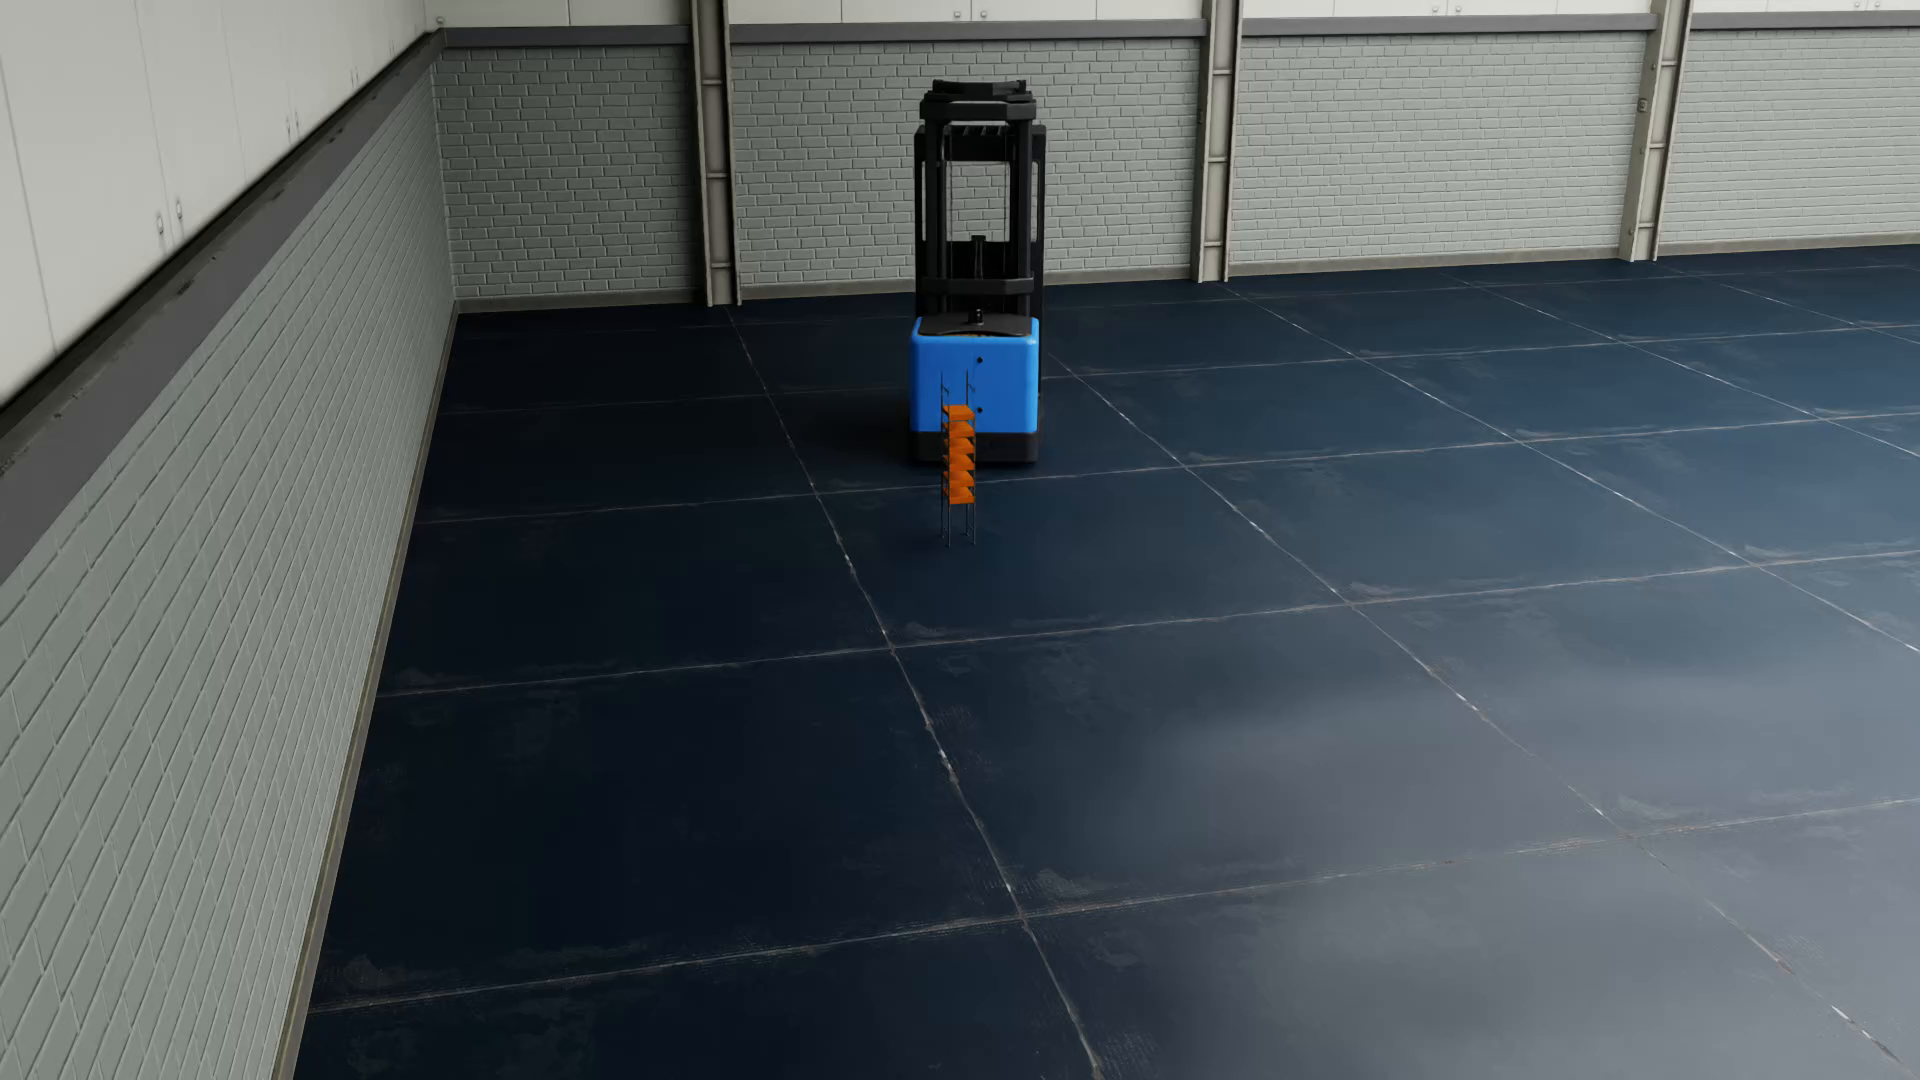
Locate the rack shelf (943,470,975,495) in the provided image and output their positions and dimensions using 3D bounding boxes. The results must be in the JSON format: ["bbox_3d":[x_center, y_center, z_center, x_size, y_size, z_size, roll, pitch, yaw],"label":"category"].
[{"bbox_3d":[-0.014,-0.408,11.662,0.180,0.103,0.258,-5,21,-12],"label":"rack shelf"}]

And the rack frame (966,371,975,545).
[{"bbox_3d":[0.075,-0.569,11.625,0.006,1.200,0.240,-5,21,-12],"label":"rack frame"}]

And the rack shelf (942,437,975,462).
[{"bbox_3d":[-0.014,-0.633,11.579,0.180,0.103,0.258,-5,21,-12],"label":"rack shelf"}]

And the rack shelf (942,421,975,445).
[{"bbox_3d":[-0.014,-0.746,11.538,0.180,0.103,0.258,-5,21,-12],"label":"rack shelf"}]

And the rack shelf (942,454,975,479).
[{"bbox_3d":[-0.014,-0.521,11.620,0.180,0.103,0.258,-5,21,-12],"label":"rack shelf"}]

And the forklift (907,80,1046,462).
[{"bbox_3d":[0.177,-2.457,14.261,1.130,2.935,3.031,1,20,3],"label":"forklift"}]

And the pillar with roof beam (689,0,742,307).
[{"bbox_3d":[-1.764,-5.541,13.859,0.400,9.000,9.100,-5,21,-12],"label":"pillar with roof beam"}]

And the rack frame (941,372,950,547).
[{"bbox_3d":[-0.103,-0.555,11.585,0.006,1.200,0.240,-5,21,-12],"label":"rack frame"}]

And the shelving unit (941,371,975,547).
[{"bbox_3d":[-0.014,-0.562,11.605,0.189,1.200,0.258,-5,21,-12],"label":"shelving unit"}]

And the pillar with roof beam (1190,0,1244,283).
[{"bbox_3d":[4.075,-6.016,15.155,0.400,9.000,9.100,-5,21,-12],"label":"pillar with roof beam"}]

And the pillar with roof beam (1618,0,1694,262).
[{"bbox_3d":[9.914,-6.491,16.452,0.400,9.000,9.100,-5,21,-12],"label":"pillar with roof beam"}]

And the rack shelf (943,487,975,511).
[{"bbox_3d":[-0.014,-0.295,11.703,0.180,0.103,0.258,-5,21,-12],"label":"rack shelf"}]

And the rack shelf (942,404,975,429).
[{"bbox_3d":[-0.014,-0.859,11.497,0.180,0.103,0.258,-5,21,-12],"label":"rack shelf"}]
